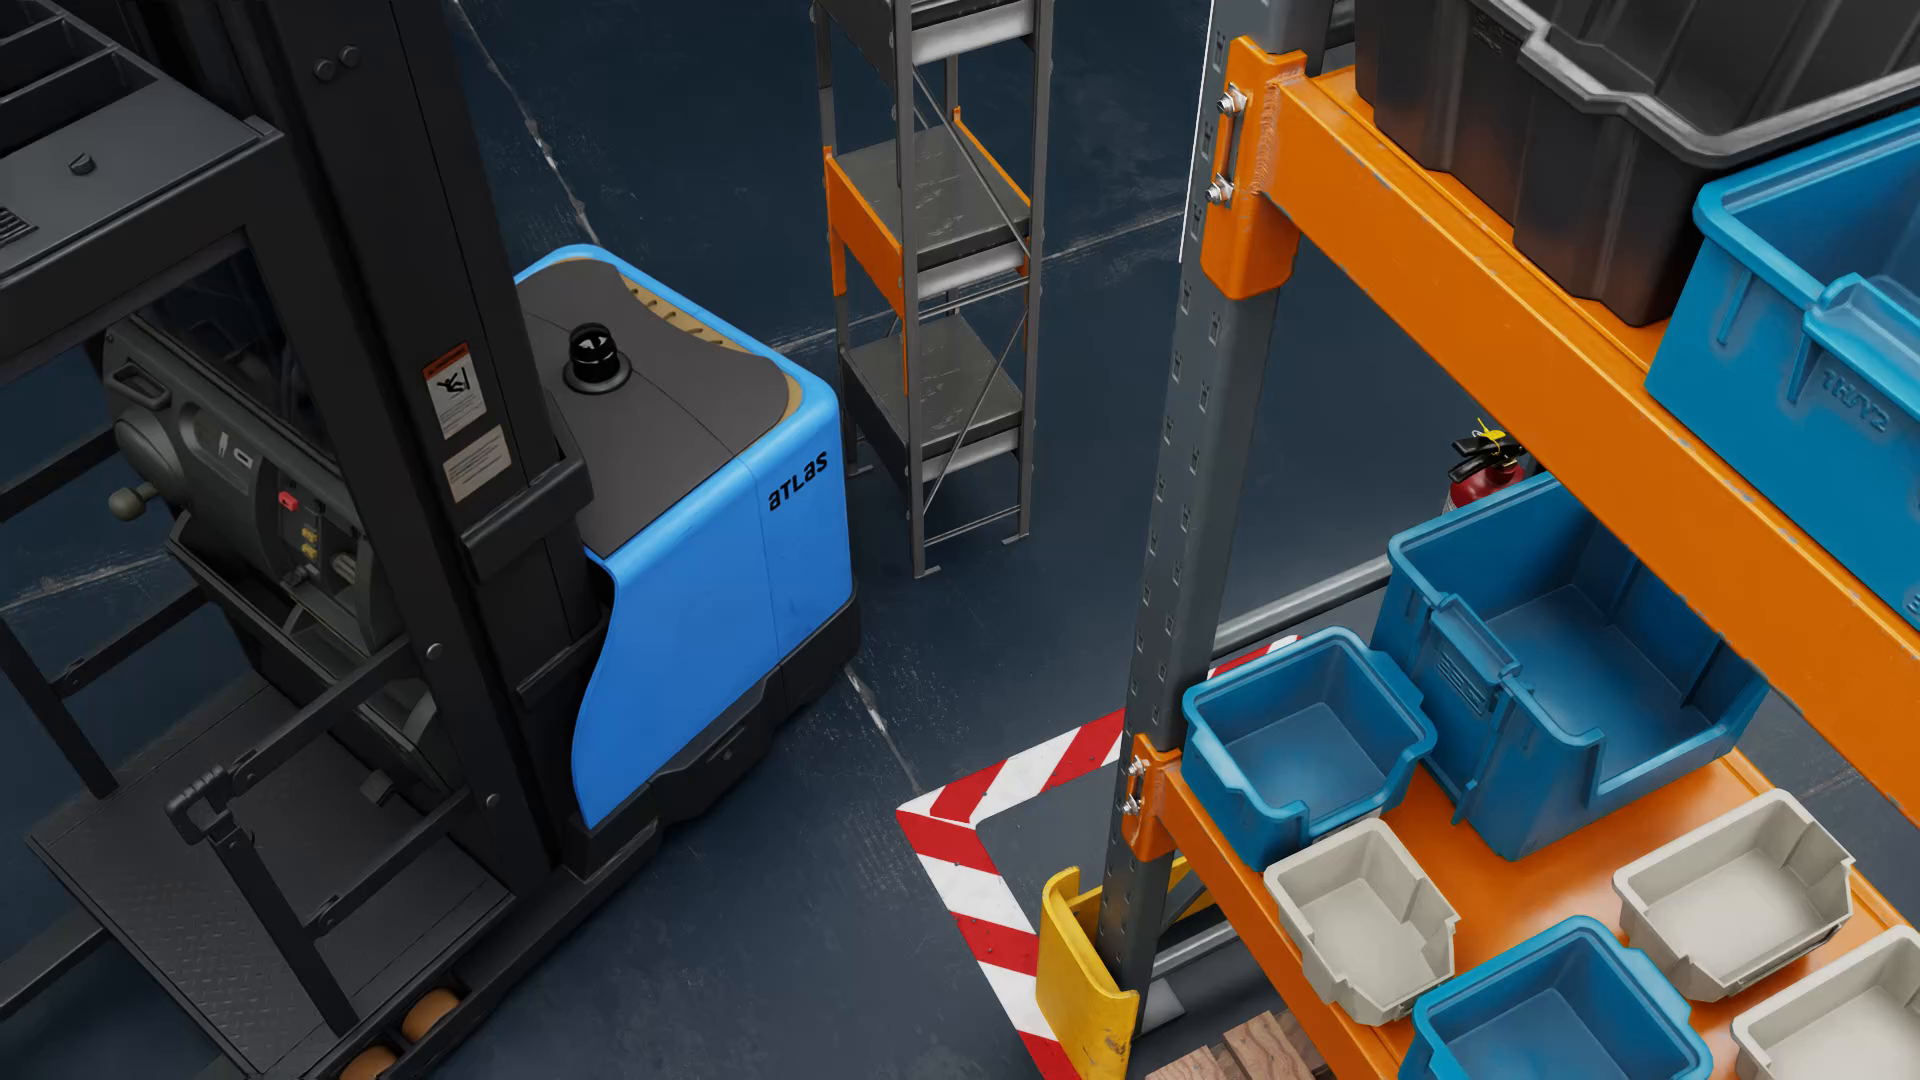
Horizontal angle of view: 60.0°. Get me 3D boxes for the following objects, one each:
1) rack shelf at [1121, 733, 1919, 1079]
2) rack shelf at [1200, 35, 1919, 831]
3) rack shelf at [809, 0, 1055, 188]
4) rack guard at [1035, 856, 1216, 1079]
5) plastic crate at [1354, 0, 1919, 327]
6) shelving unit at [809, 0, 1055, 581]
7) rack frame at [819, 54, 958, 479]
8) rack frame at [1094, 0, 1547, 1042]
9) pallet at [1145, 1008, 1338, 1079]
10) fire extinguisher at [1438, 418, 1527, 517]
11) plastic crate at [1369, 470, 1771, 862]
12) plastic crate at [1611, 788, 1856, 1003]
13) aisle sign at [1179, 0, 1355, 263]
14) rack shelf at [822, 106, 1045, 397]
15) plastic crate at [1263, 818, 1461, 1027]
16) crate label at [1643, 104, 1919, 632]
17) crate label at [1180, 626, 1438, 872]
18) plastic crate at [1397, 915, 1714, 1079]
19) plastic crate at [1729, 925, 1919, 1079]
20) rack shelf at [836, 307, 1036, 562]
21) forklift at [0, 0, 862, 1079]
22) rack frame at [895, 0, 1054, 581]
[{"bbox_3d":[1.705,1.649,2.293,1.077,0.370,4.000,-21,52,-18],"label":"rack shelf"},{"bbox_3d":[1.705,0.661,1.164,1.077,0.370,4.000,-21,52,-18],"label":"rack shelf"},{"bbox_3d":[-0.076,-1.254,4.040,0.431,0.518,0.480,-21,52,-18],"label":"rack shelf"},{"bbox_3d":[0.767,0.885,4.144,1.175,0.500,0.348,-21,52,-18],"label":"rack guard"},{"bbox_3d":[0.718,-0.518,1.804,0.497,0.269,0.590,-21,52,-18],"label":"plastic crate"},{"bbox_3d":[-0.076,-0.802,4.557,0.431,2.100,0.503,-21,52,-18],"label":"shelving unit"},{"bbox_3d":[-0.187,-0.965,4.699,0.400,2.100,0.015,-21,52,-18],"label":"rack frame"},{"bbox_3d":[0.790,0.073,3.193,1.000,3.000,0.127,-21,52,-18],"label":"rack frame"},{"bbox_3d":[1.133,1.557,3.748,1.003,0.211,1.213,-21,52,-18],"label":"pallet"},{"bbox_3d":[1.125,-0.036,3.588,0.296,0.674,0.183,-21,52,-18],"label":"fire extinguisher"},{"bbox_3d":[1.109,0.202,3.018,0.616,0.435,0.499,-21,52,-18],"label":"plastic crate"},{"bbox_3d":[1.324,0.624,2.847,0.396,0.136,0.243,-21,52,-18],"label":"plastic crate"},{"bbox_3d":[0.493,-0.729,2.167,0.394,0.787,0.004,-21,52,-18],"label":"aisle sign"},{"bbox_3d":[-0.076,-0.793,4.567,0.431,0.518,0.480,-21,52,-18],"label":"rack shelf"},{"bbox_3d":[0.683,0.662,2.813,0.250,0.136,0.298,-21,52,-18],"label":"plastic crate"},{"bbox_3d":[0.925,-0.137,1.483,0.408,0.251,0.502,-21,52,-18],"label":"crate label"},{"bbox_3d":[0.610,0.387,2.990,0.416,0.233,0.303,-21,52,-18],"label":"crate label"},{"bbox_3d":[0.911,0.828,2.605,0.416,0.233,0.300,-21,52,-18],"label":"plastic crate"},{"bbox_3d":[1.444,0.823,2.673,0.396,0.136,0.243,-21,52,-18],"label":"plastic crate"},{"bbox_3d":[-0.076,-0.332,5.094,0.431,0.518,0.480,-21,52,-18],"label":"rack shelf"},{"bbox_3d":[-1.617,-0.010,3.312,1.130,2.935,3.031,32,56,25],"label":"forklift"},{"bbox_3d":[0.036,-0.639,4.414,0.400,2.100,0.015,-21,52,-18],"label":"rack frame"}]
